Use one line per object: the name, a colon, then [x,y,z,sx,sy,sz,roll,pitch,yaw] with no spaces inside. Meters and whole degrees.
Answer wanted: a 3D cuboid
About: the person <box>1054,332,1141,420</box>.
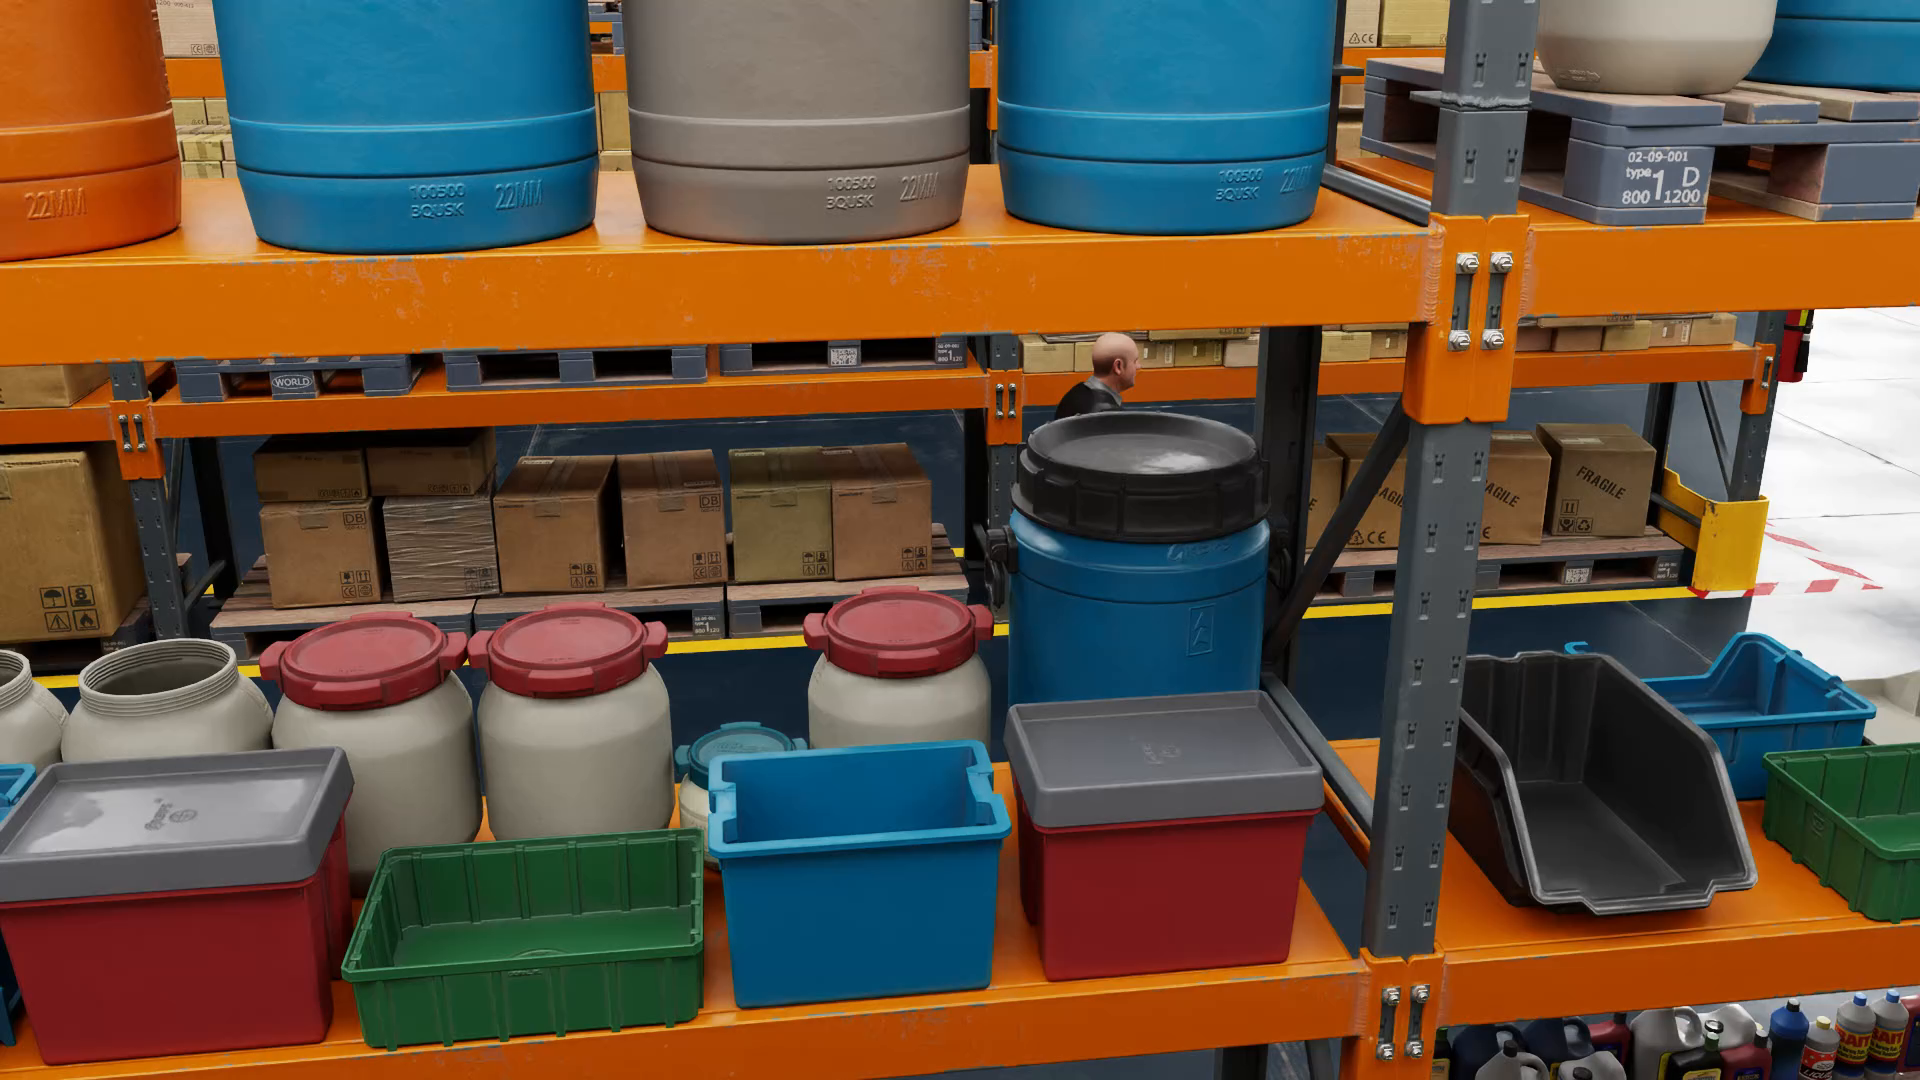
person: [0.578,-0.048,7.242,0.425,1.720,0.591,-4,20,-11]
